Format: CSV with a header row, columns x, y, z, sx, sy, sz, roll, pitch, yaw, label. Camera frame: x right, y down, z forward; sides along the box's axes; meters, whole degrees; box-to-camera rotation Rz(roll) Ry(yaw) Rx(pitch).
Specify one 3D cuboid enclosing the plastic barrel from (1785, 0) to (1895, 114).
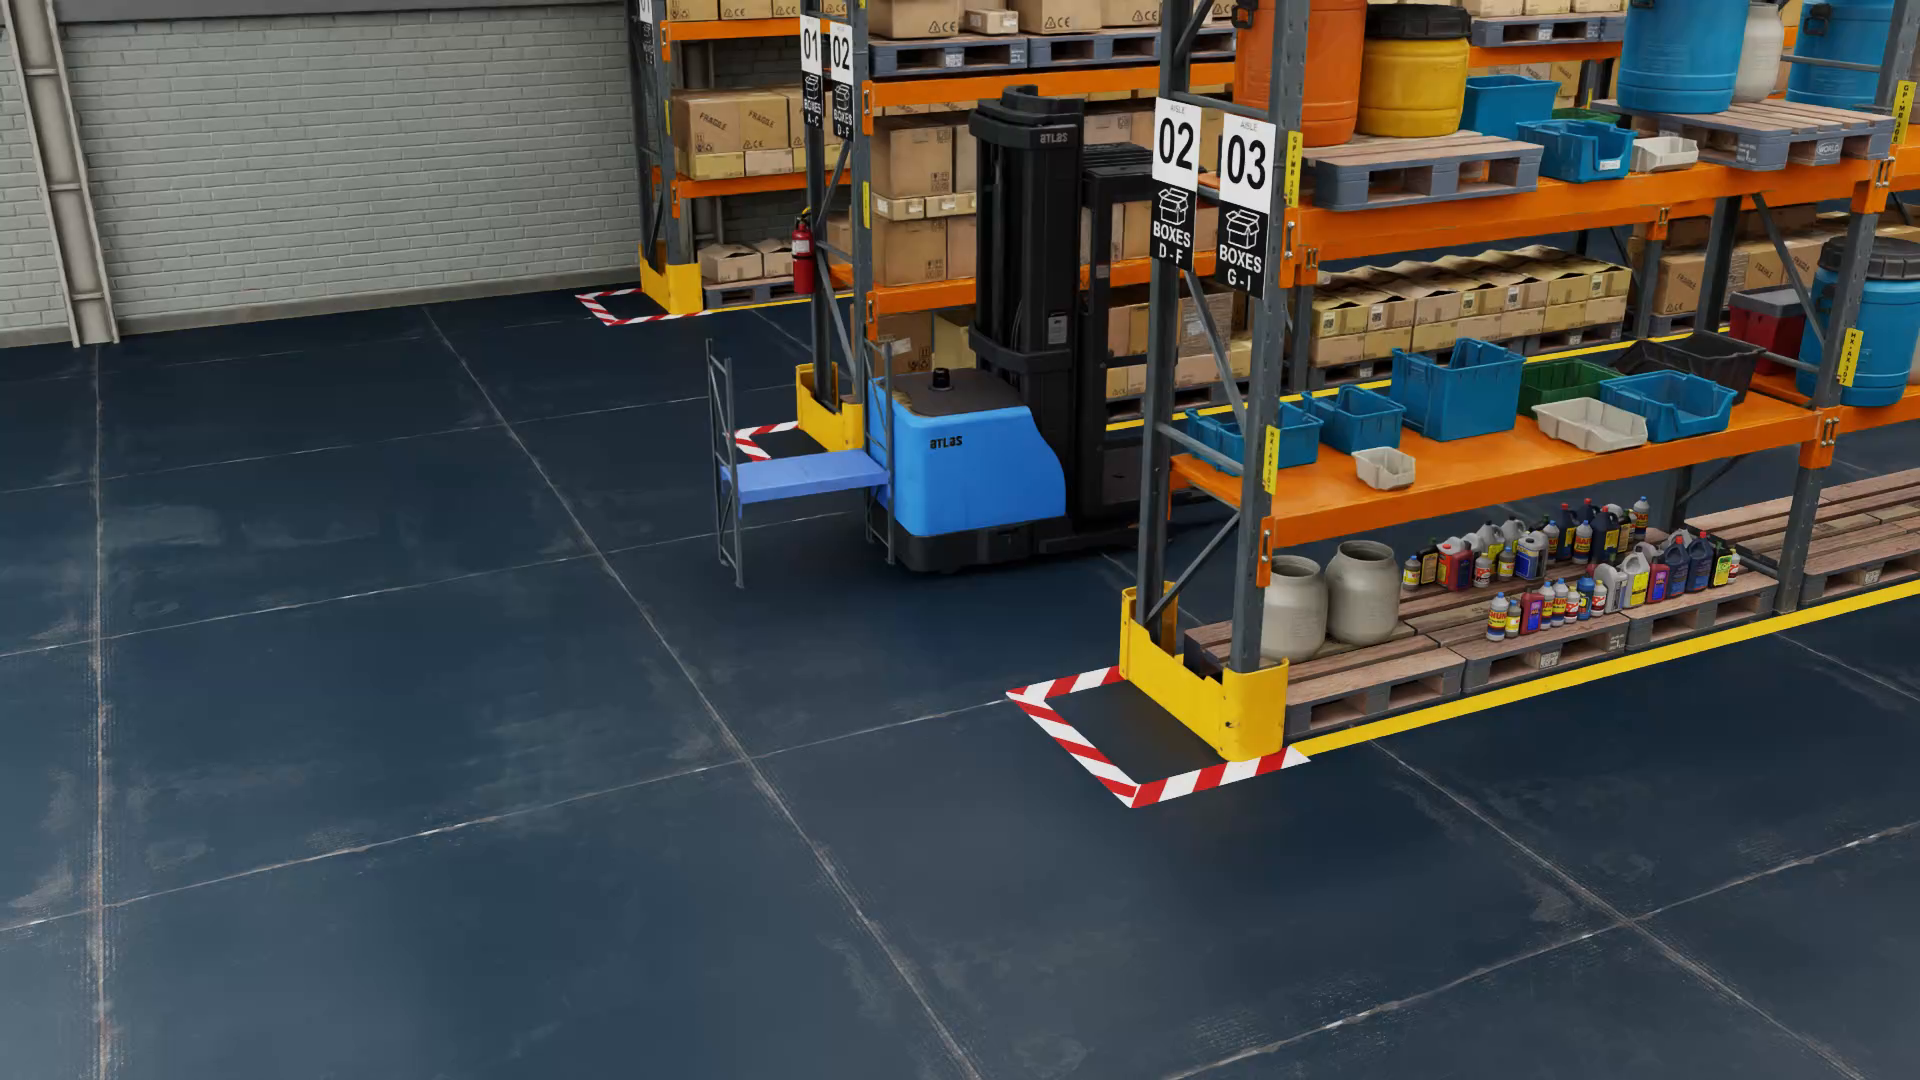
x,y,z,sx,sy,sz,roll,pitch,yaw,label
5.208,-2.882,9.714,0.708,0.901,0.600,-10,25,-24,plastic barrel

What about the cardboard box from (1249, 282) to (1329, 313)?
x,y,z,sx,sy,sz,roll,pitch,yaw,label
2.940,-2.162,14.863,0.500,0.311,0.500,-10,25,-24,cardboard box

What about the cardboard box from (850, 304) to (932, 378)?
x,y,z,sx,sy,sz,roll,pitch,yaw,label
-0.551,-1.611,13.286,0.500,0.500,0.500,-10,25,-24,cardboard box

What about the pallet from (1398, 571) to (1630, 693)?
x,y,z,sx,sy,sz,roll,pitch,yaw,label
3.120,0.484,9.805,1.213,0.211,1.003,-10,25,-24,pallet

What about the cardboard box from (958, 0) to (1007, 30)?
x,y,z,sx,sy,sz,roll,pitch,yaw,label
0.018,-4.007,12.550,0.500,0.250,0.500,-10,25,-24,cardboard box

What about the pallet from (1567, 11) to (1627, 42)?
x,y,z,sx,sy,sz,roll,pitch,yaw,label
5.731,-4.632,14.843,1.003,0.211,1.213,-9,24,-21,pallet

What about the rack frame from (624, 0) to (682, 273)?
x,y,z,sx,sy,sz,roll,pitch,yaw,label
-3.057,-3.856,16.644,0.127,3.000,1.000,-10,25,-24,rack frame

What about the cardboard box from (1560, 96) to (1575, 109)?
x,y,z,sx,sy,sz,roll,pitch,yaw,label
7.574,-5.586,21.126,0.250,0.149,0.380,-10,25,-23,cardboard box

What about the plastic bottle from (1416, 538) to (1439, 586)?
x,y,z,sx,sy,sz,roll,pitch,yaw,label
2.802,0.128,9.994,0.133,0.283,0.061,-10,24,-22,plastic bottle

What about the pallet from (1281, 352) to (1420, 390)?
x,y,z,sx,sy,sz,roll,pitch,yaw,label
3.346,-1.660,14.985,1.213,0.211,1.003,-10,25,-24,pallet

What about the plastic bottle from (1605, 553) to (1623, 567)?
x,y,z,sx,sy,sz,roll,pitch,yaw,label
3.857,0.207,9.805,0.133,0.283,0.061,-10,25,-24,plastic bottle

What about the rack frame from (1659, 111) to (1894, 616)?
x,y,z,sx,sy,sz,roll,pitch,yaw,label
4.844,-1.105,9.999,0.127,3.000,1.000,-10,25,-24,rack frame

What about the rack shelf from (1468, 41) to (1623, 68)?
x,y,z,sx,sy,sz,roll,pitch,yaw,label
4.501,-4.198,14.489,4.000,0.370,1.077,-10,25,-24,rack shelf

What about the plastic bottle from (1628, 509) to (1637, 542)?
x,y,z,sx,sy,sz,roll,pitch,yaw,label
4.275,-0.097,10.646,0.097,0.201,0.097,0,22,0,plastic bottle

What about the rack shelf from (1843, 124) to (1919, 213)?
x,y,z,sx,sy,sz,roll,pitch,yaw,label
6.646,-2.491,10.364,4.000,0.370,1.077,-10,25,-24,rack shelf

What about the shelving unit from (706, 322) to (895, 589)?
x,y,z,sx,sy,sz,roll,pitch,yaw,label
-1.004,-0.546,10.607,1.048,1.500,0.538,-9,24,-20,shelving unit

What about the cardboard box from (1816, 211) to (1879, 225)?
x,y,z,sx,sy,sz,roll,pitch,yaw,label
9.366,-3.192,17.733,0.500,0.500,0.500,-12,25,-26,cardboard box

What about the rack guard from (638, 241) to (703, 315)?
x,y,z,sx,sy,sz,roll,pitch,yaw,label
-2.988,-2.714,17.152,0.348,0.500,1.175,-10,25,-24,rack guard

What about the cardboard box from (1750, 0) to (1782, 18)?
x,y,z,sx,sy,sz,roll,pitch,yaw,label
7.141,-5.077,15.541,0.500,0.500,0.910,-10,25,-24,cardboard box

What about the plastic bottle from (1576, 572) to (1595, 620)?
x,y,z,sx,sy,sz,roll,pitch,yaw,label
3.590,0.315,9.559,0.097,0.271,0.097,0,22,0,plastic bottle

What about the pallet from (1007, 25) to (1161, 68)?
x,y,z,sx,sy,sz,roll,pitch,yaw,label
0.844,-3.807,12.719,1.213,0.211,1.003,-10,25,-24,pallet

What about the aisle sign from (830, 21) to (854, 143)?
x,y,z,sx,sy,sz,roll,pitch,yaw,label
-0.831,-3.234,11.743,0.004,0.787,0.394,-10,25,-24,aisle sign

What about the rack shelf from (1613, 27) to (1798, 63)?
x,y,z,sx,sy,sz,roll,pitch,yaw,label
8.105,-4.862,16.092,4.000,0.370,1.077,-10,25,-24,rack shelf

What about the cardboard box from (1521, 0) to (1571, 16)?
x,y,z,sx,sy,sz,roll,pitch,yaw,label
4.934,-4.708,14.428,0.500,0.250,0.500,-11,25,-25,cardboard box

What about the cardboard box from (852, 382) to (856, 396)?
x,y,z,sx,sy,sz,roll,pitch,yaw,label
-0.550,-1.264,13.428,0.500,0.250,0.500,-10,25,-24,cardboard box

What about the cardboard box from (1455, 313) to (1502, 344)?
x,y,z,sx,sy,sz,roll,pitch,yaw,label
4.555,-1.973,15.142,0.500,0.250,0.500,-10,24,-23,cardboard box

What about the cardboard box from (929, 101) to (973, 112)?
x,y,z,sx,sy,sz,roll,pitch,yaw,label
-0.192,-4.536,17.477,0.500,0.500,0.500,-11,25,-24,cardboard box

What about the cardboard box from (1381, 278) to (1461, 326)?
x,y,z,sx,sy,sz,roll,pitch,yaw,label
4.099,-2.146,14.825,0.500,0.311,0.500,-11,25,-25,cardboard box

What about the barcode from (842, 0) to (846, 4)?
x,y,z,sx,sy,sz,roll,pitch,yaw,label
-0.842,-4.020,12.359,0.075,0.075,0.001,-10,25,-24,barcode

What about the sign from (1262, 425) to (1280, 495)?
x,y,z,sx,sy,sz,roll,pitch,yaw,label
1.474,-0.380,7.883,0.005,0.325,0.100,-10,25,-24,sign

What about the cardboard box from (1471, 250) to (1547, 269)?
x,y,z,sx,sy,sz,roll,pitch,yaw,label
5.234,-2.584,15.882,0.500,0.311,0.500,-11,25,-25,cardboard box

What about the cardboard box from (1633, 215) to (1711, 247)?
x,y,z,sx,sy,sz,roll,pitch,yaw,label
7.093,-3.118,16.574,0.500,0.250,0.500,-9,24,-22,cardboard box

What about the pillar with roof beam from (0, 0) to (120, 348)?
x,y,z,sx,sy,sz,roll,pitch,yaw,label
-6.341,-4.563,10.509,0.400,9.000,9.100,-10,25,-24,pillar with roof beam

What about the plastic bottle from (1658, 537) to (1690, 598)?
x,y,z,sx,sy,sz,roll,pitch,yaw,label
4.216,0.153,9.846,0.185,0.351,0.144,-12,25,-26,plastic bottle

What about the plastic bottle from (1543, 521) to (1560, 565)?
x,y,z,sx,sy,sz,roll,pitch,yaw,label
3.650,0.011,10.293,0.097,0.271,0.097,0,22,0,plastic bottle

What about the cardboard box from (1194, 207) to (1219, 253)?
x,y,z,sx,sy,sz,roll,pitch,yaw,label
1.830,-2.694,13.705,0.500,0.500,0.700,-11,25,-24,cardboard box

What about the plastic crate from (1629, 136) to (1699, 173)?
x,y,z,sx,sy,sz,roll,pitch,yaw,label
3.573,-1.964,8.496,0.396,0.136,0.243,-10,25,-24,plastic crate

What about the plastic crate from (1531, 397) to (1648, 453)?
x,y,z,sx,sy,sz,roll,pitch,yaw,label
3.491,-0.627,9.188,0.437,0.136,0.530,-10,25,-24,plastic crate

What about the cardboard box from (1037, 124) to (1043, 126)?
x,y,z,sx,sy,sz,roll,pitch,yaw,label
0.494,-3.050,12.869,0.500,0.500,0.700,-10,25,-23,cardboard box

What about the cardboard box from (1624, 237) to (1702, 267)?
x,y,z,sx,sy,sz,roll,pitch,yaw,label
7.044,-2.761,16.691,0.500,0.500,0.500,-9,24,-22,cardboard box

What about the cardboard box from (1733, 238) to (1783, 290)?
x,y,z,sx,sy,sz,roll,pitch,yaw,label
7.761,-2.672,16.477,0.500,0.500,0.500,-11,25,-24,cardboard box

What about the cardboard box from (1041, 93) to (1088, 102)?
x,y,z,sx,sy,sz,roll,pitch,yaw,label
1.021,-4.842,18.319,0.500,0.500,0.700,-10,25,-23,cardboard box

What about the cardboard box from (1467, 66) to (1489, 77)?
x,y,z,sx,sy,sz,roll,pitch,yaw,label
6.090,-5.623,20.367,0.500,0.500,0.500,-10,24,-22,cardboard box

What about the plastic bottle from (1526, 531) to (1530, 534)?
x,y,z,sx,sy,sz,roll,pitch,yaw,label
3.501,0.045,10.302,0.097,0.201,0.097,0,22,0,plastic bottle

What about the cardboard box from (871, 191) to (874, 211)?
x,y,z,sx,sy,sz,roll,pitch,yaw,label
-0.643,-2.625,12.690,0.250,0.149,0.380,-11,25,-25,cardboard box

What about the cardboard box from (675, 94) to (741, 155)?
x,y,z,sx,sy,sz,roll,pitch,yaw,label
-2.496,-4.118,16.466,0.500,0.500,0.500,-10,25,-24,cardboard box

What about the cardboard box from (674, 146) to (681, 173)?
x,y,z,sx,sy,sz,roll,pitch,yaw,label
-2.720,-3.940,17.017,0.500,0.250,0.500,-10,25,-23,cardboard box

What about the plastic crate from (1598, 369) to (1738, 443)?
x,y,z,sx,sy,sz,roll,pitch,yaw,label
3.965,-0.760,9.358,0.616,0.251,0.499,-10,25,-24,plastic crate

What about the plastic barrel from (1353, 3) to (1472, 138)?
x,y,z,sx,sy,sz,roll,pitch,yaw,label
2.212,-2.342,8.268,0.600,0.588,0.600,0,22,0,plastic barrel

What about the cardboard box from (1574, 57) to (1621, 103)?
x,y,z,sx,sy,sz,roll,pitch,yaw,label
8.252,-6.070,21.599,0.700,0.700,0.980,-10,25,-23,cardboard box

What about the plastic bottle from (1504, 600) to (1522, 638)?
x,y,z,sx,sy,sz,roll,pitch,yaw,label
3.102,0.437,9.355,0.097,0.201,0.097,0,22,0,plastic bottle

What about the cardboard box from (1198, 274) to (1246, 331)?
x,y,z,sx,sy,sz,roll,pitch,yaw,label
2.145,-2.114,14.501,0.500,0.500,0.500,-10,25,-24,cardboard box

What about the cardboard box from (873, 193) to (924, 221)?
x,y,z,sx,sy,sz,roll,pitch,yaw,label
-0.458,-2.486,12.356,0.250,0.149,0.380,-11,25,-24,cardboard box

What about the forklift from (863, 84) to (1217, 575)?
x,y,z,sx,sy,sz,roll,pitch,yaw,label
0.913,-1.475,10.980,3.031,2.935,1.130,-9,24,-20,forklift
